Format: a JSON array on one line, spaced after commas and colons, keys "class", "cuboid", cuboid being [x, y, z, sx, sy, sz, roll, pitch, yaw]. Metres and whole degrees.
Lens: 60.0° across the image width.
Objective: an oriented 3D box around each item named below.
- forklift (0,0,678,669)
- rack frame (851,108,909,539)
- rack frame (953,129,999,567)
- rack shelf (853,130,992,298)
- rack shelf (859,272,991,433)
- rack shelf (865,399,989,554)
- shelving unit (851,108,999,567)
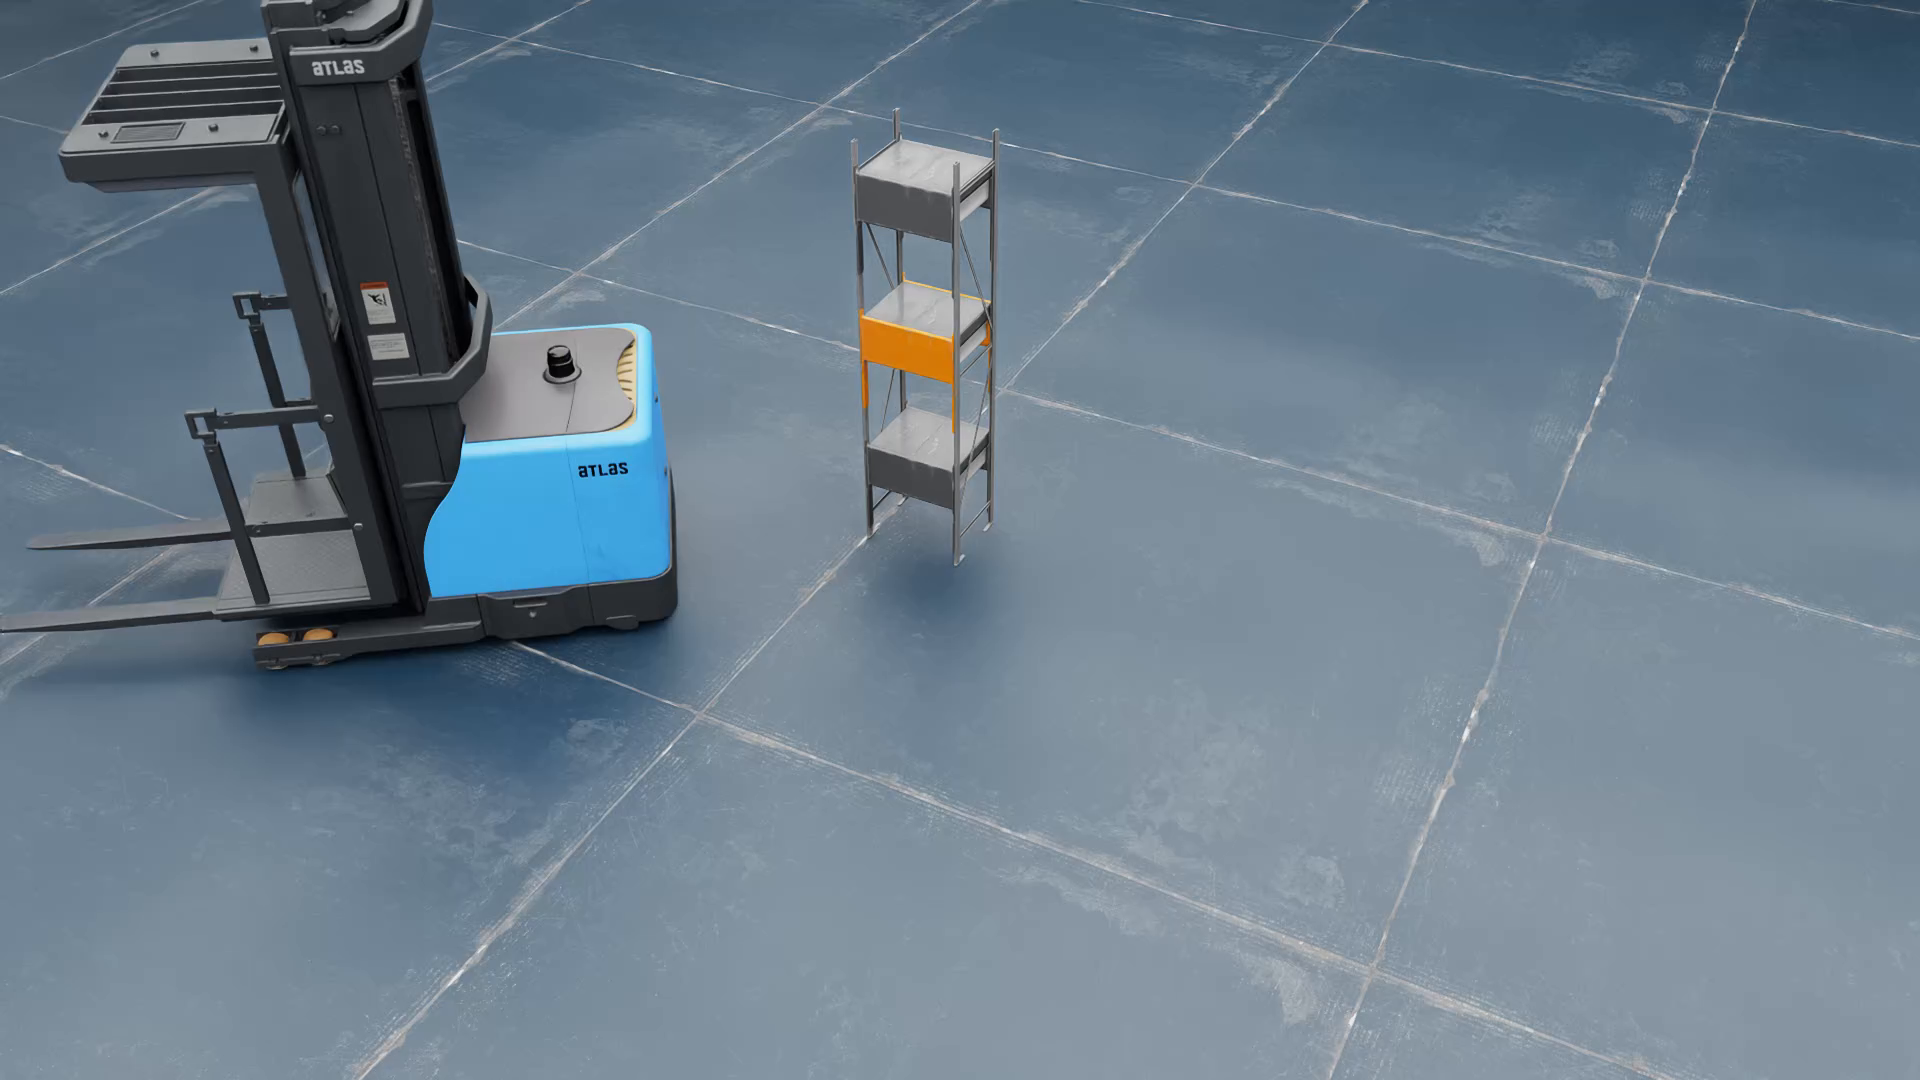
[{"class": "forklift", "cuboid": [-2.878, -0.927, 7.067, 3.031, 2.935, 1.130, -5, 38, -7]}, {"class": "rack frame", "cuboid": [-0.364, -0.950, 7.785, 0.015, 2.100, 0.400, 17, 41, 21]}, {"class": "rack frame", "cuboid": [0.070, -0.815, 7.606, 0.015, 2.100, 0.400, 17, 41, 21]}, {"class": "rack shelf", "cuboid": [-0.147, -1.429, 7.281, 0.480, 0.518, 0.431, 17, 41, 21]}, {"class": "rack shelf", "cuboid": [-0.147, -0.872, 7.704, 0.480, 0.518, 0.431, 17, 41, 21]}, {"class": "rack shelf", "cuboid": [-0.147, -0.314, 8.127, 0.480, 0.518, 0.431, 17, 41, 21]}, {"class": "shelving unit", "cuboid": [-0.147, -0.882, 7.696, 0.503, 2.100, 0.431, 17, 41, 21]}]
